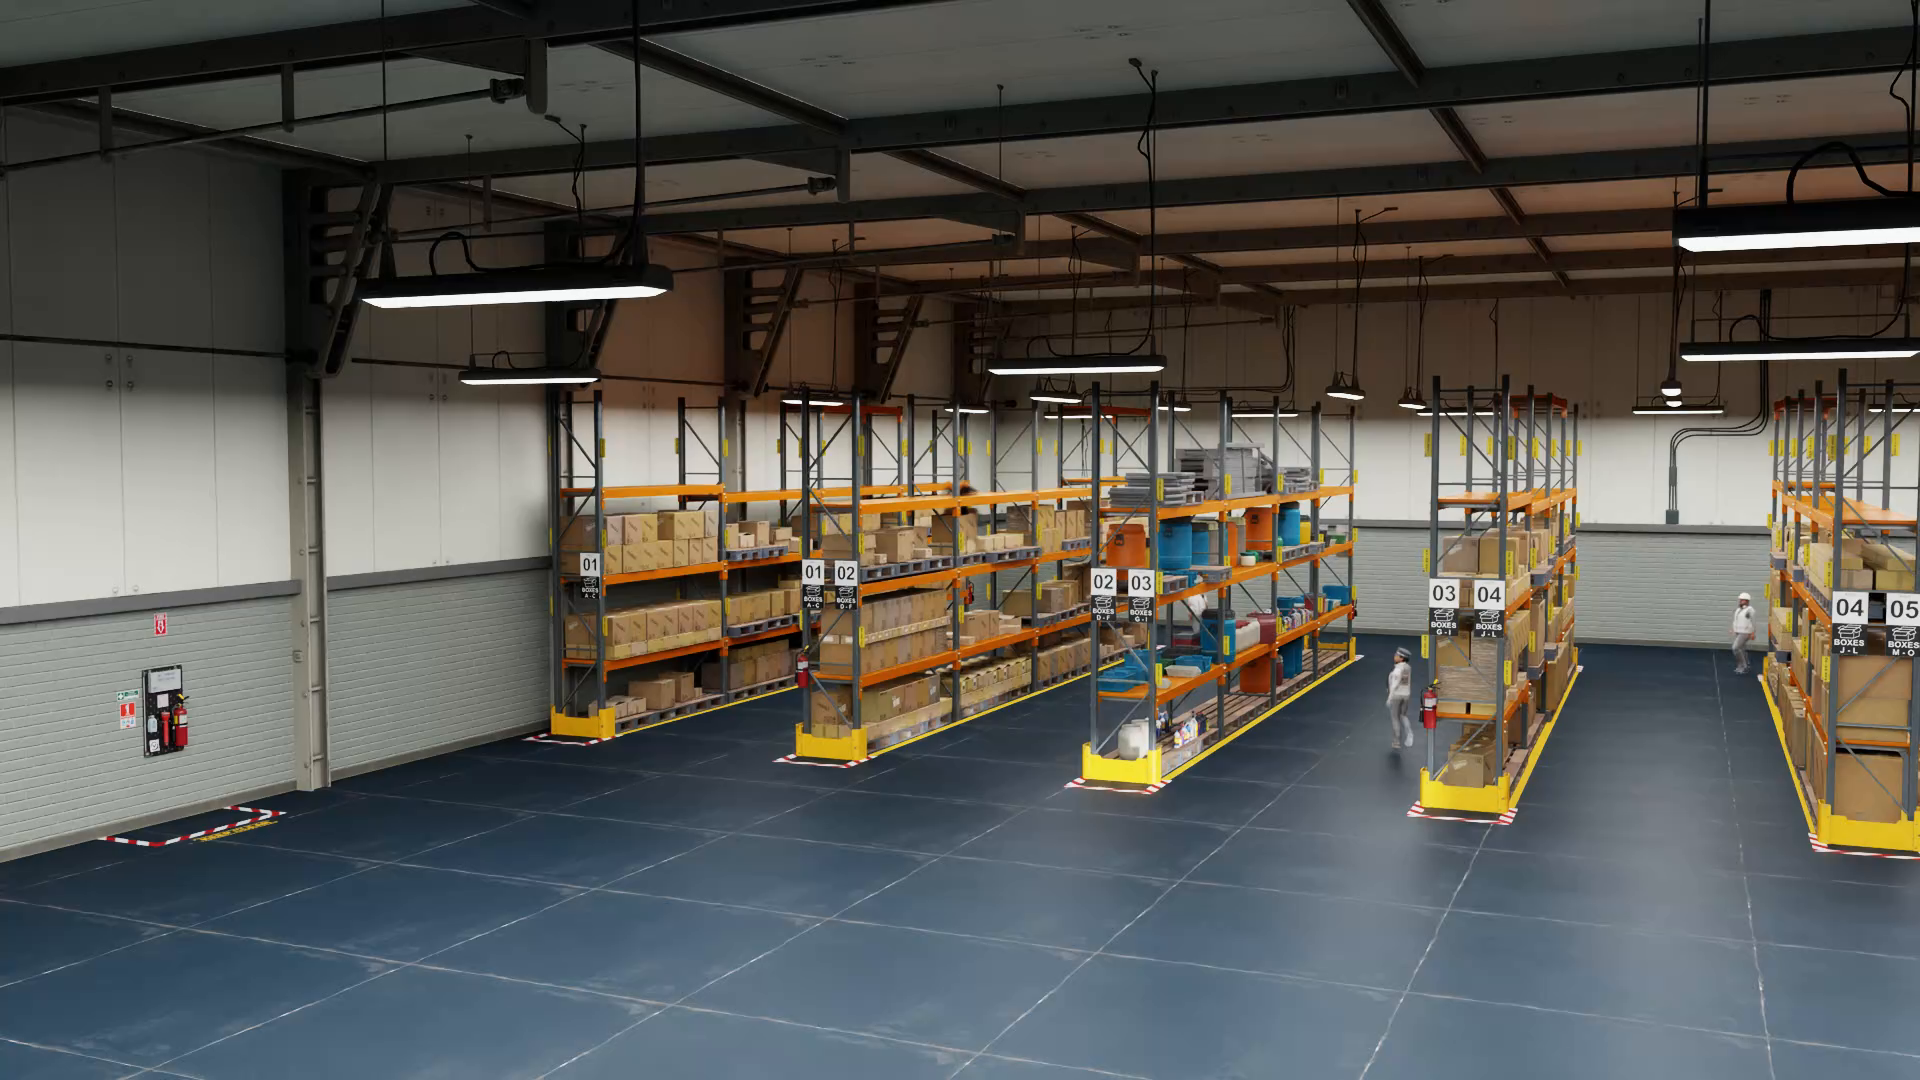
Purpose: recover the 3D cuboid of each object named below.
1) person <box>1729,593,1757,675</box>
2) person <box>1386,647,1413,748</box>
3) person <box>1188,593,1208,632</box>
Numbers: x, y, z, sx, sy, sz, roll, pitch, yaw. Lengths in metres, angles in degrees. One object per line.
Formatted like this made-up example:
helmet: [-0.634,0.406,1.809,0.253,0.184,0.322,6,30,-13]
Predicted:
person: [17.329,2.074,36.880,0.534,1.806,0.554,0,3,-4]
person: [7.324,2.616,27.598,0.464,1.685,0.464,-1,3,-17]
person: [5.964,1.891,41.421,0.595,1.667,0.491,-1,3,-20]
